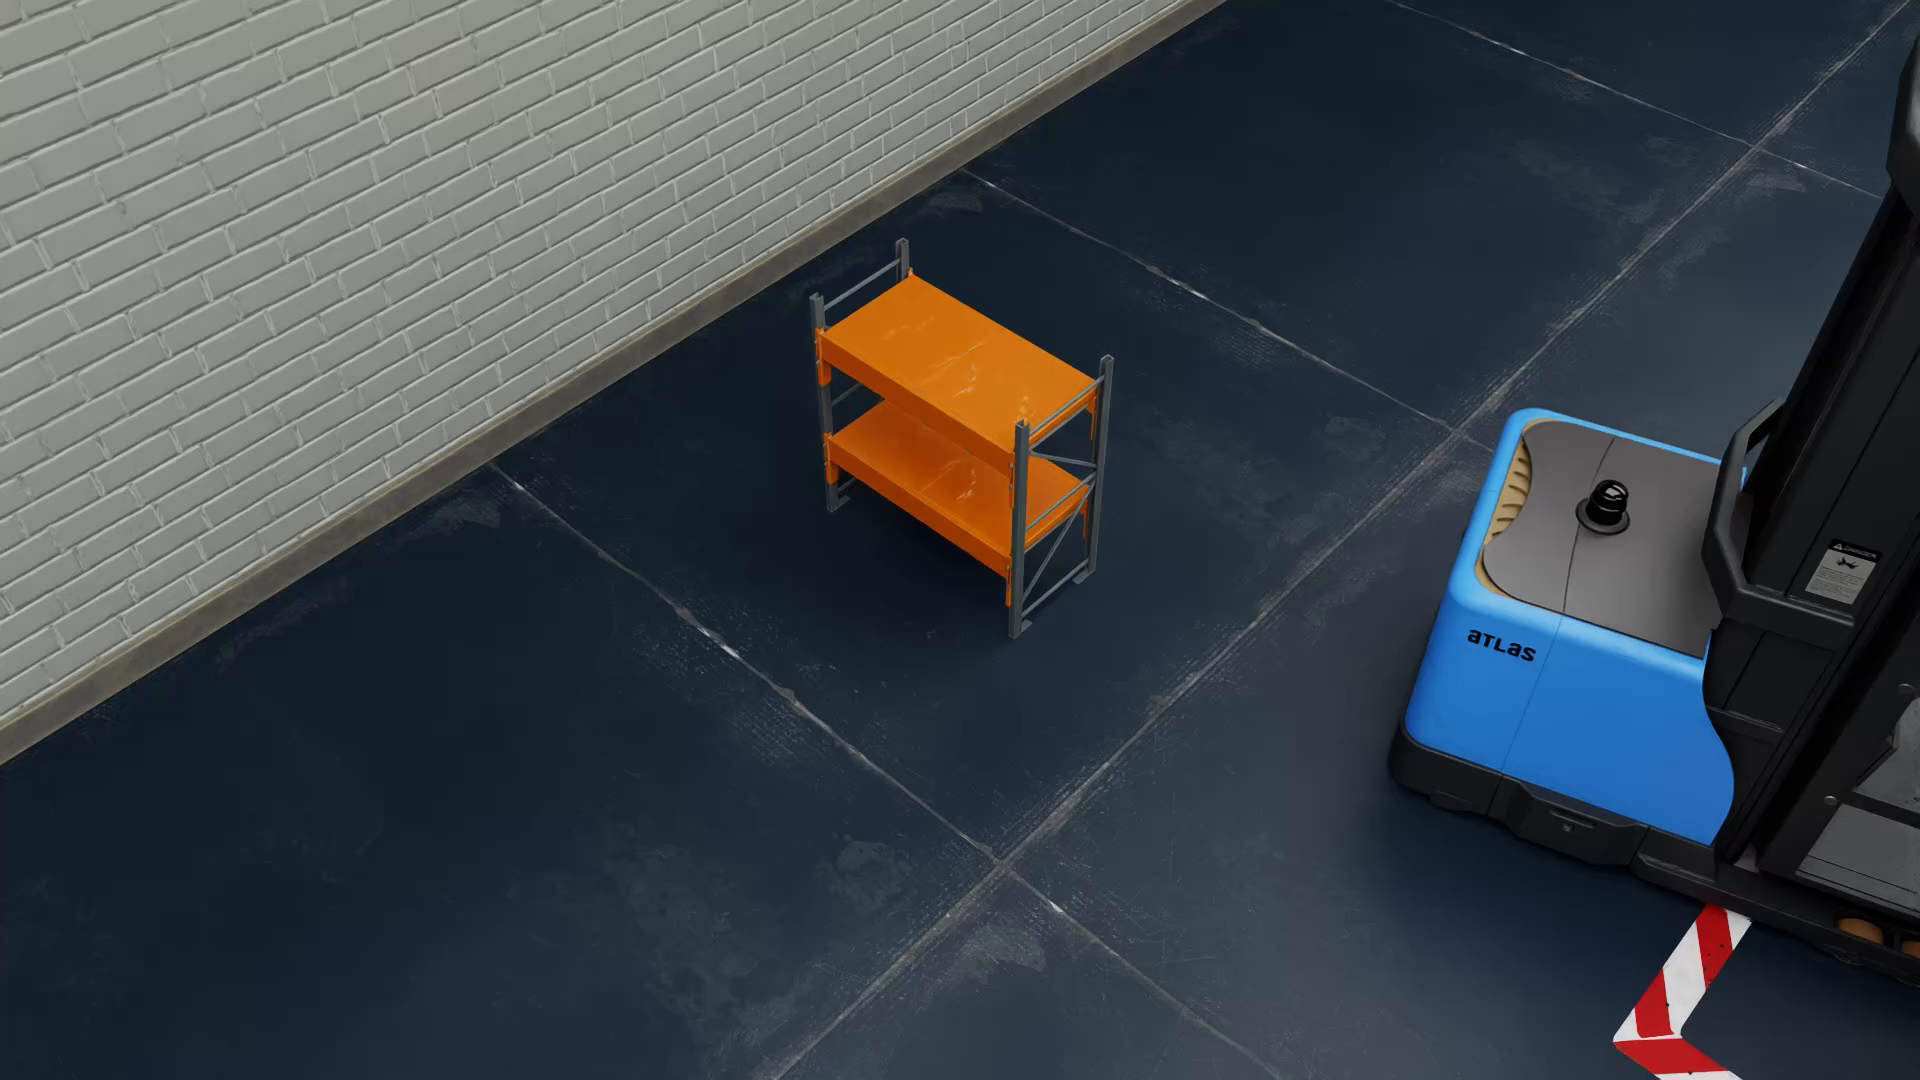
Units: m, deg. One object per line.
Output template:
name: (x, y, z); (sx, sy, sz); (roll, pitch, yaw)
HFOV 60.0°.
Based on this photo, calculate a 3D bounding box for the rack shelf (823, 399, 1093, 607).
rack shelf: (-0.005, -0.221, 6.630); (1.000, 0.278, 0.538); (34, 55, 28)

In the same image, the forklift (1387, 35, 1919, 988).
forklift: (3.101, 0.023, 4.826); (3.031, 2.935, 1.130); (19, 50, 17)

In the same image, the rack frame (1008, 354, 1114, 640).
rack frame: (0.369, -0.137, 6.216); (0.032, 1.125, 0.500); (34, 55, 28)

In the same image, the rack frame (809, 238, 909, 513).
rack frame: (-0.379, -0.640, 6.688); (0.032, 1.125, 0.500); (34, 55, 28)

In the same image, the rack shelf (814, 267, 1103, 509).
rack shelf: (-0.005, -0.589, 6.238); (1.000, 0.278, 0.538); (34, 55, 28)

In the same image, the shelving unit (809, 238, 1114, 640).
shelving unit: (-0.005, -0.388, 6.452); (1.048, 1.125, 0.538); (34, 55, 28)
